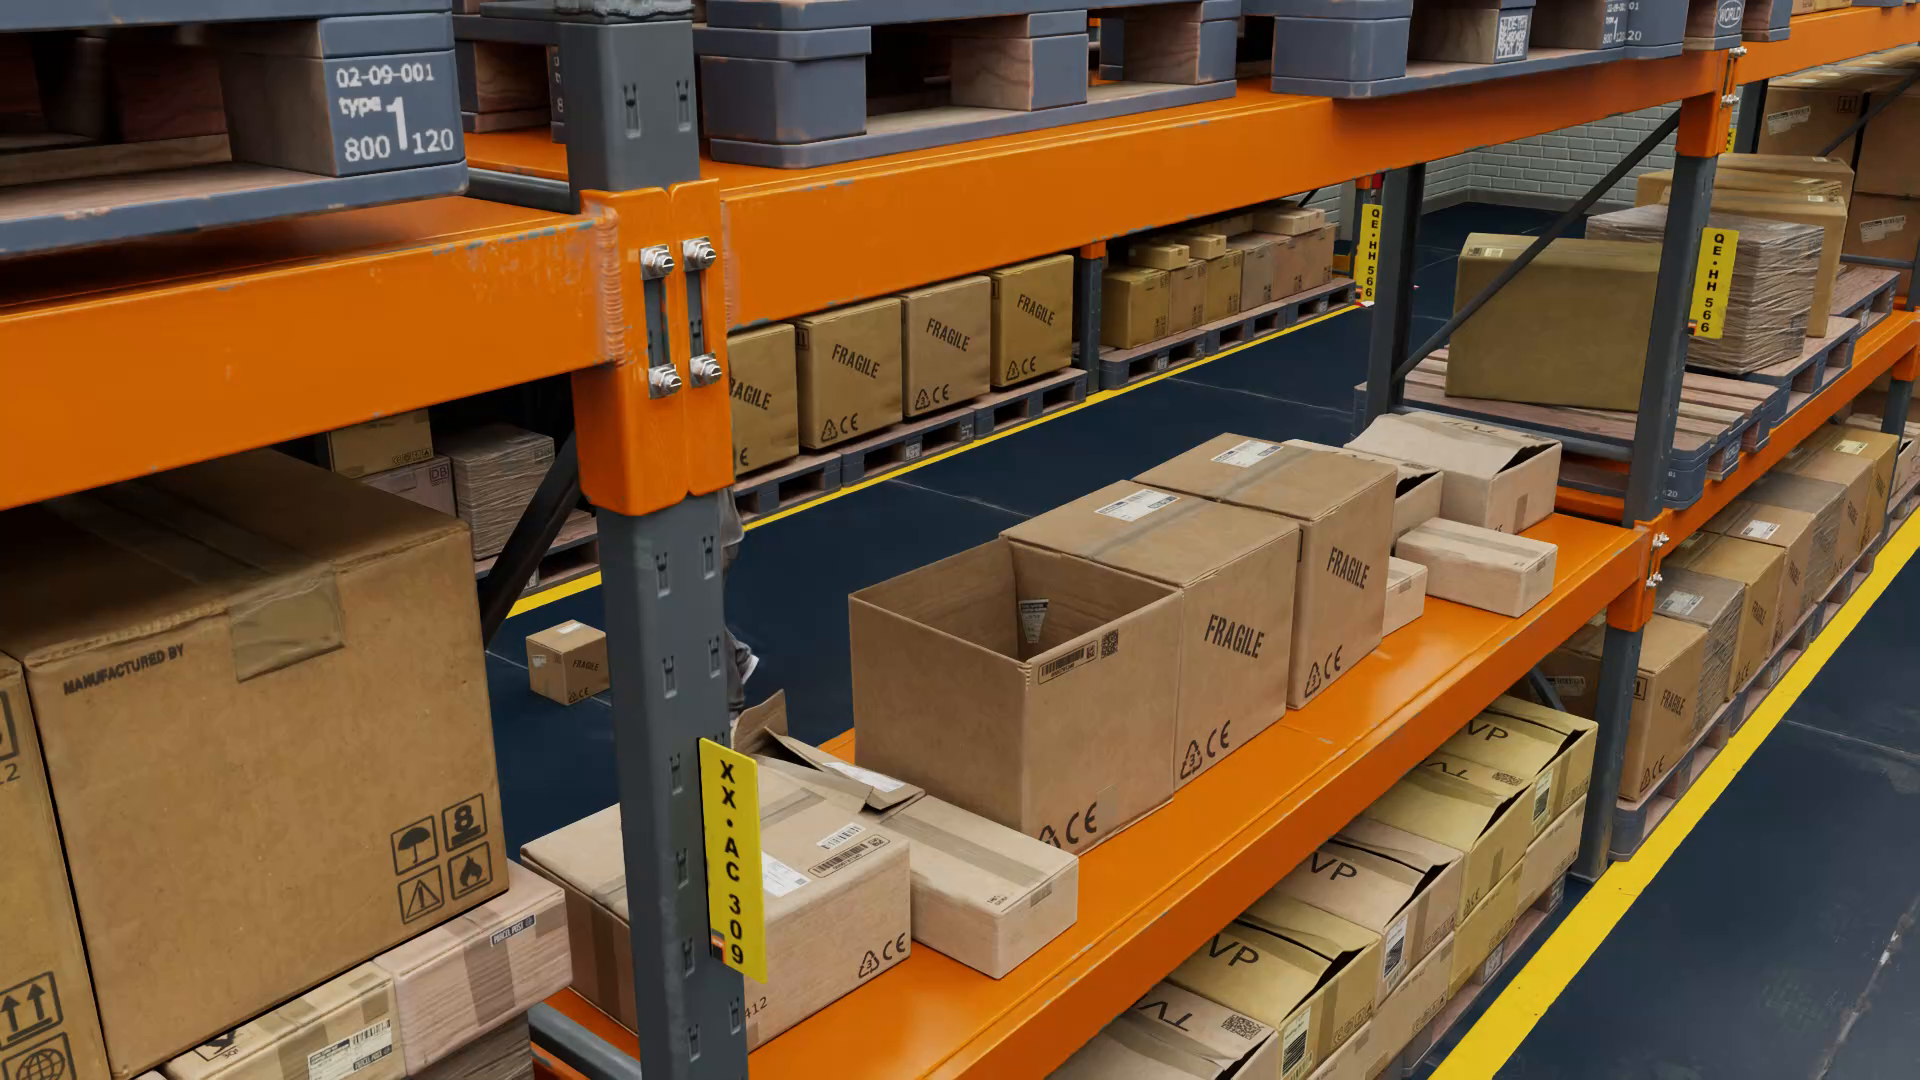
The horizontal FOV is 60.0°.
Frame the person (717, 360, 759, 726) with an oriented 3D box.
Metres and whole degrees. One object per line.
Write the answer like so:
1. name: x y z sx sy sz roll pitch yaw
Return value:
1. person: -1.020 0.000 6.535 0.427 1.593 0.424 -4 21 -12
